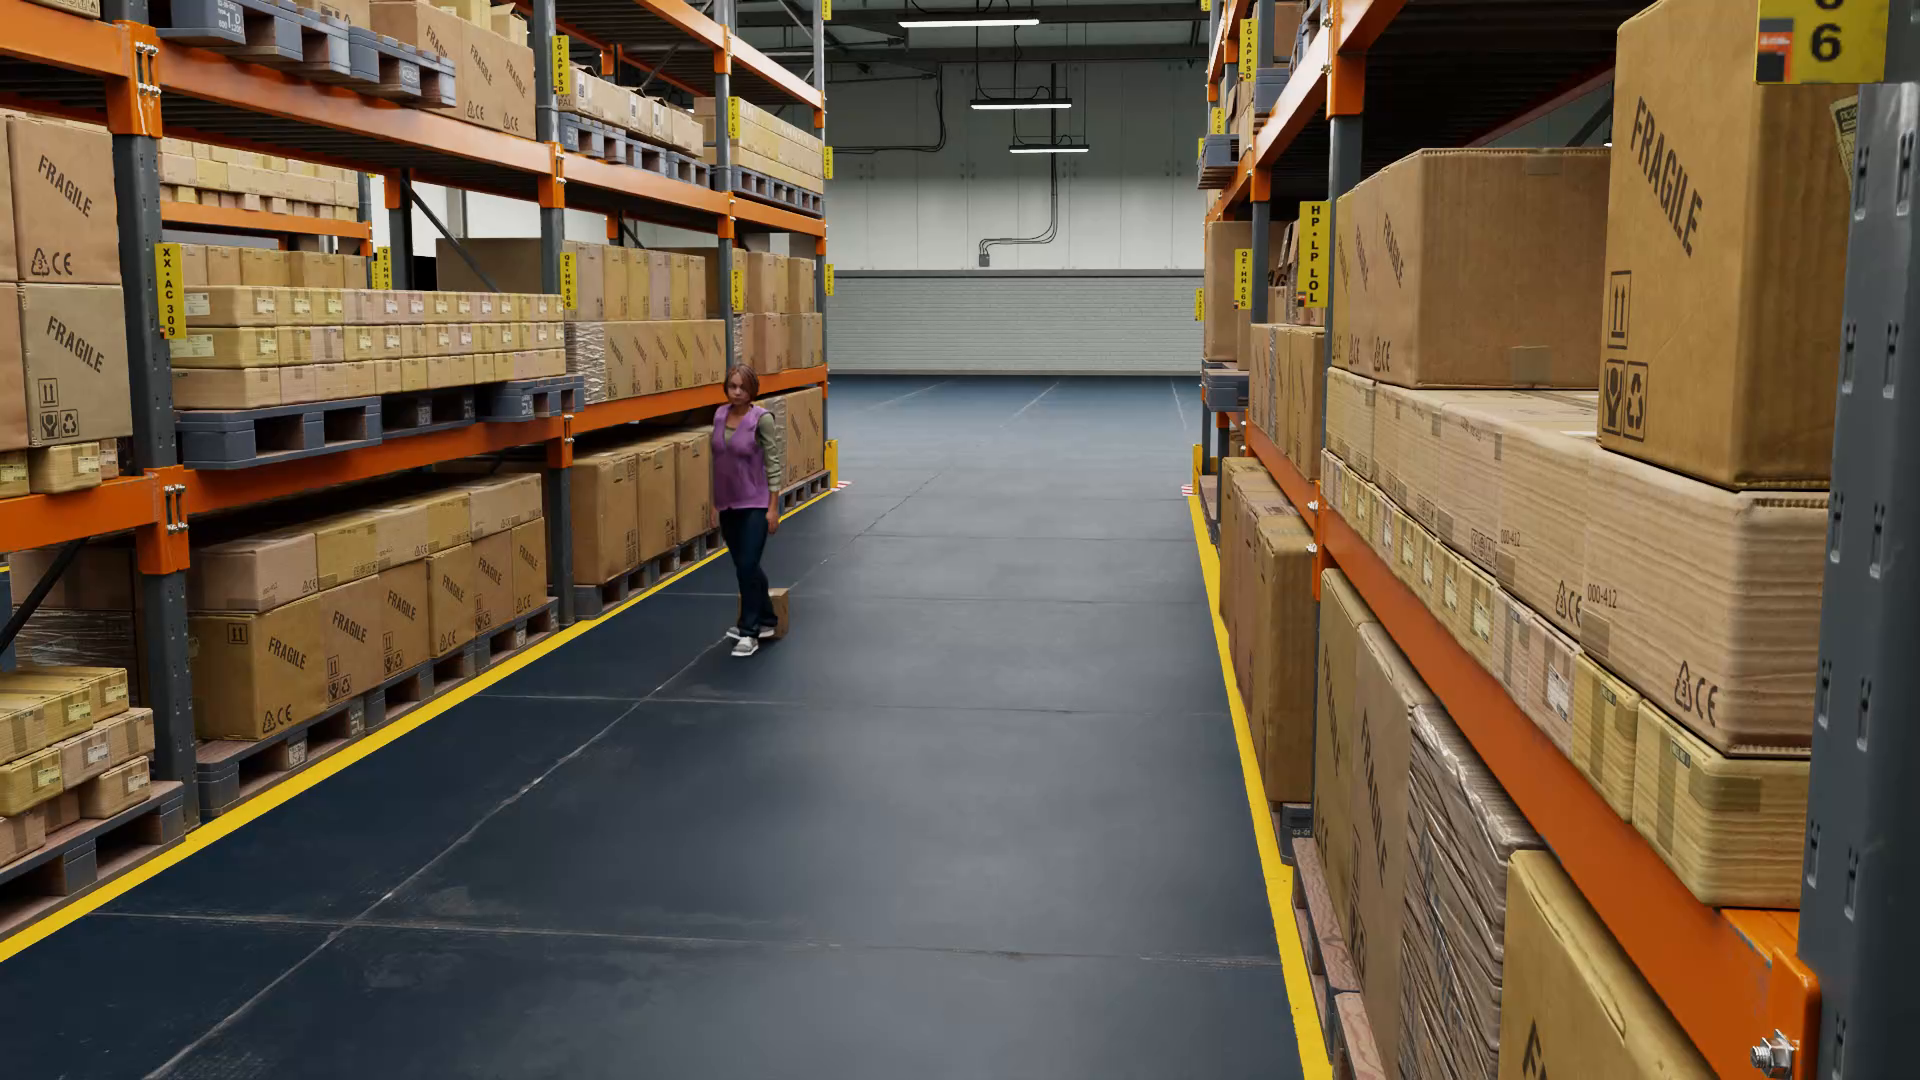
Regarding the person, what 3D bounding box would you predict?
[{"bbox_3d":[-1.163,-0.177,9.150,0.451,1.588,0.514,5,9,31],"label":"person"}]
